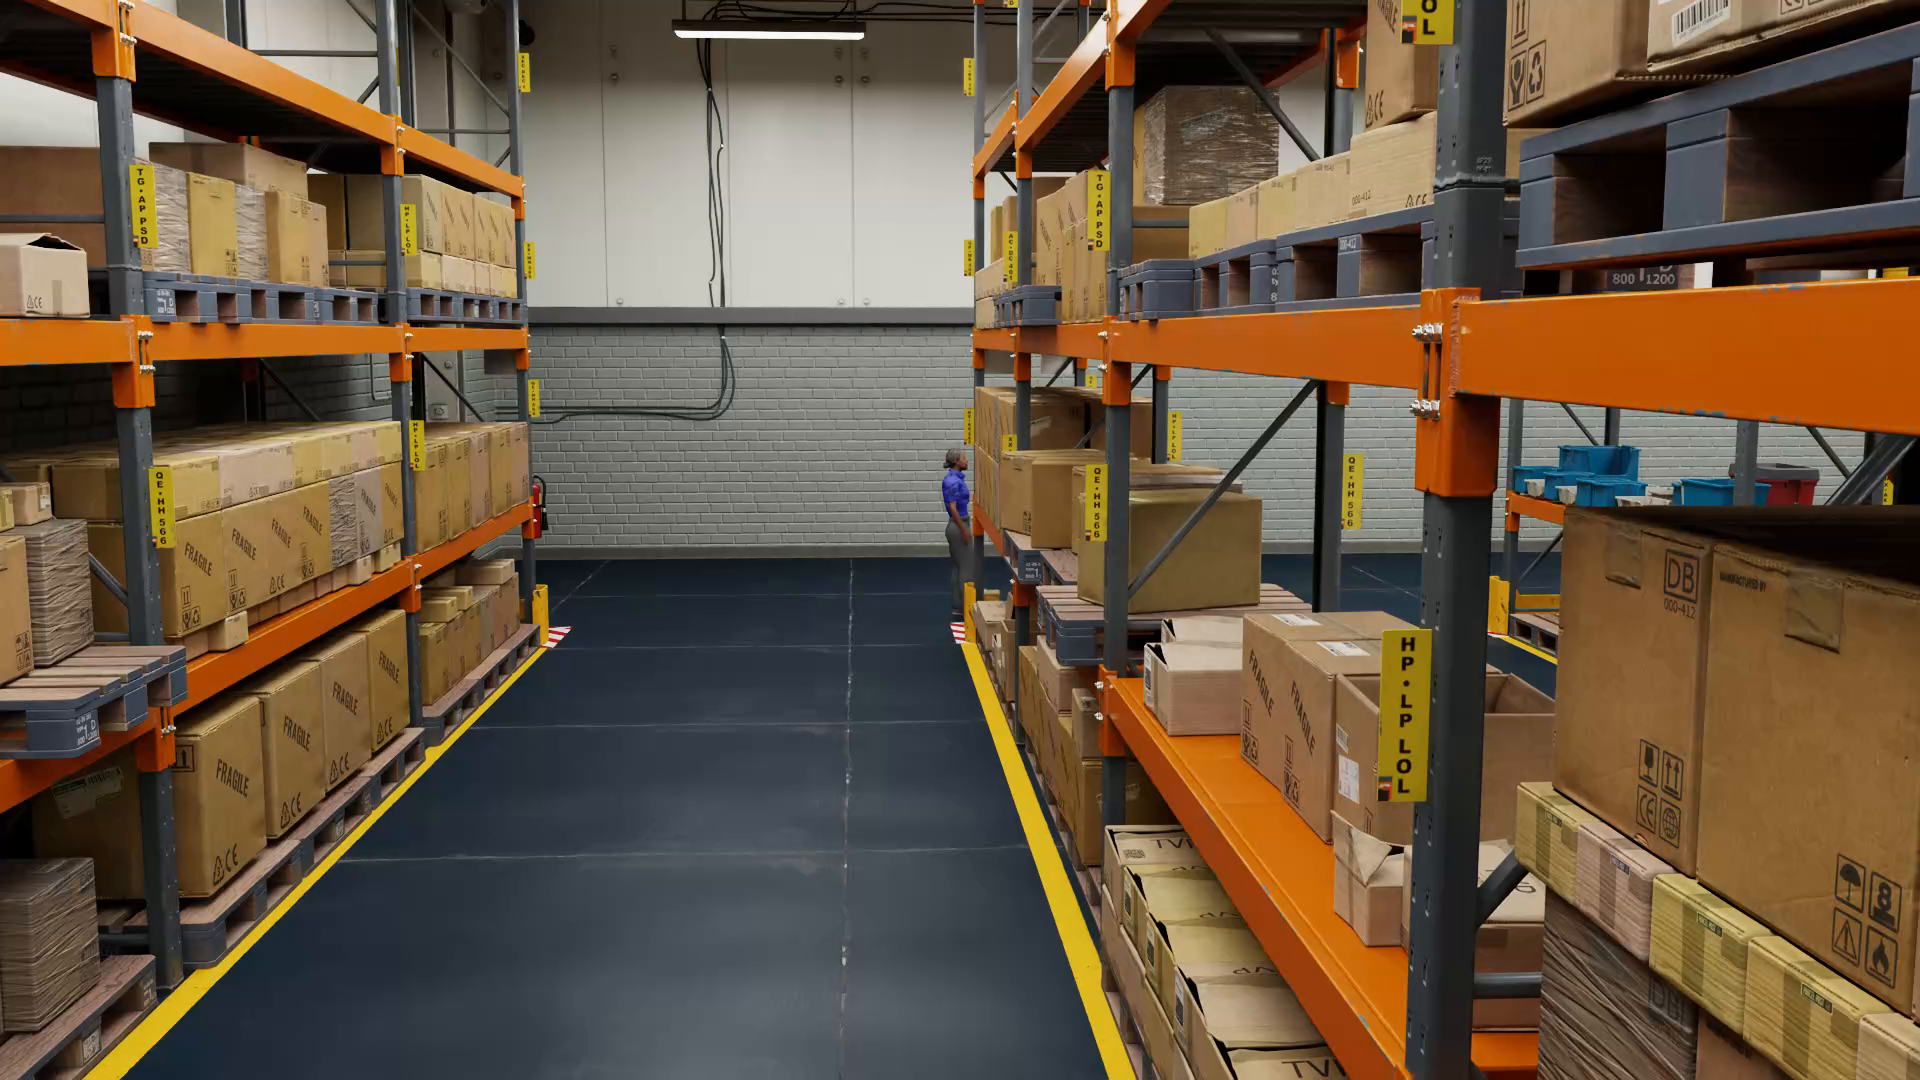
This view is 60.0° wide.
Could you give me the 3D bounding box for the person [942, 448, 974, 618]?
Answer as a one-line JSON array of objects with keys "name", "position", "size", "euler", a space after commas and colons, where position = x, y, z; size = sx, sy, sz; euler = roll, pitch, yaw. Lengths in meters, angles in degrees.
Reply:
[{"name": "person", "position": [0.077, -0.069, 16.268], "size": [0.504, 1.654, 0.567], "euler": [0, 7, 2]}]
